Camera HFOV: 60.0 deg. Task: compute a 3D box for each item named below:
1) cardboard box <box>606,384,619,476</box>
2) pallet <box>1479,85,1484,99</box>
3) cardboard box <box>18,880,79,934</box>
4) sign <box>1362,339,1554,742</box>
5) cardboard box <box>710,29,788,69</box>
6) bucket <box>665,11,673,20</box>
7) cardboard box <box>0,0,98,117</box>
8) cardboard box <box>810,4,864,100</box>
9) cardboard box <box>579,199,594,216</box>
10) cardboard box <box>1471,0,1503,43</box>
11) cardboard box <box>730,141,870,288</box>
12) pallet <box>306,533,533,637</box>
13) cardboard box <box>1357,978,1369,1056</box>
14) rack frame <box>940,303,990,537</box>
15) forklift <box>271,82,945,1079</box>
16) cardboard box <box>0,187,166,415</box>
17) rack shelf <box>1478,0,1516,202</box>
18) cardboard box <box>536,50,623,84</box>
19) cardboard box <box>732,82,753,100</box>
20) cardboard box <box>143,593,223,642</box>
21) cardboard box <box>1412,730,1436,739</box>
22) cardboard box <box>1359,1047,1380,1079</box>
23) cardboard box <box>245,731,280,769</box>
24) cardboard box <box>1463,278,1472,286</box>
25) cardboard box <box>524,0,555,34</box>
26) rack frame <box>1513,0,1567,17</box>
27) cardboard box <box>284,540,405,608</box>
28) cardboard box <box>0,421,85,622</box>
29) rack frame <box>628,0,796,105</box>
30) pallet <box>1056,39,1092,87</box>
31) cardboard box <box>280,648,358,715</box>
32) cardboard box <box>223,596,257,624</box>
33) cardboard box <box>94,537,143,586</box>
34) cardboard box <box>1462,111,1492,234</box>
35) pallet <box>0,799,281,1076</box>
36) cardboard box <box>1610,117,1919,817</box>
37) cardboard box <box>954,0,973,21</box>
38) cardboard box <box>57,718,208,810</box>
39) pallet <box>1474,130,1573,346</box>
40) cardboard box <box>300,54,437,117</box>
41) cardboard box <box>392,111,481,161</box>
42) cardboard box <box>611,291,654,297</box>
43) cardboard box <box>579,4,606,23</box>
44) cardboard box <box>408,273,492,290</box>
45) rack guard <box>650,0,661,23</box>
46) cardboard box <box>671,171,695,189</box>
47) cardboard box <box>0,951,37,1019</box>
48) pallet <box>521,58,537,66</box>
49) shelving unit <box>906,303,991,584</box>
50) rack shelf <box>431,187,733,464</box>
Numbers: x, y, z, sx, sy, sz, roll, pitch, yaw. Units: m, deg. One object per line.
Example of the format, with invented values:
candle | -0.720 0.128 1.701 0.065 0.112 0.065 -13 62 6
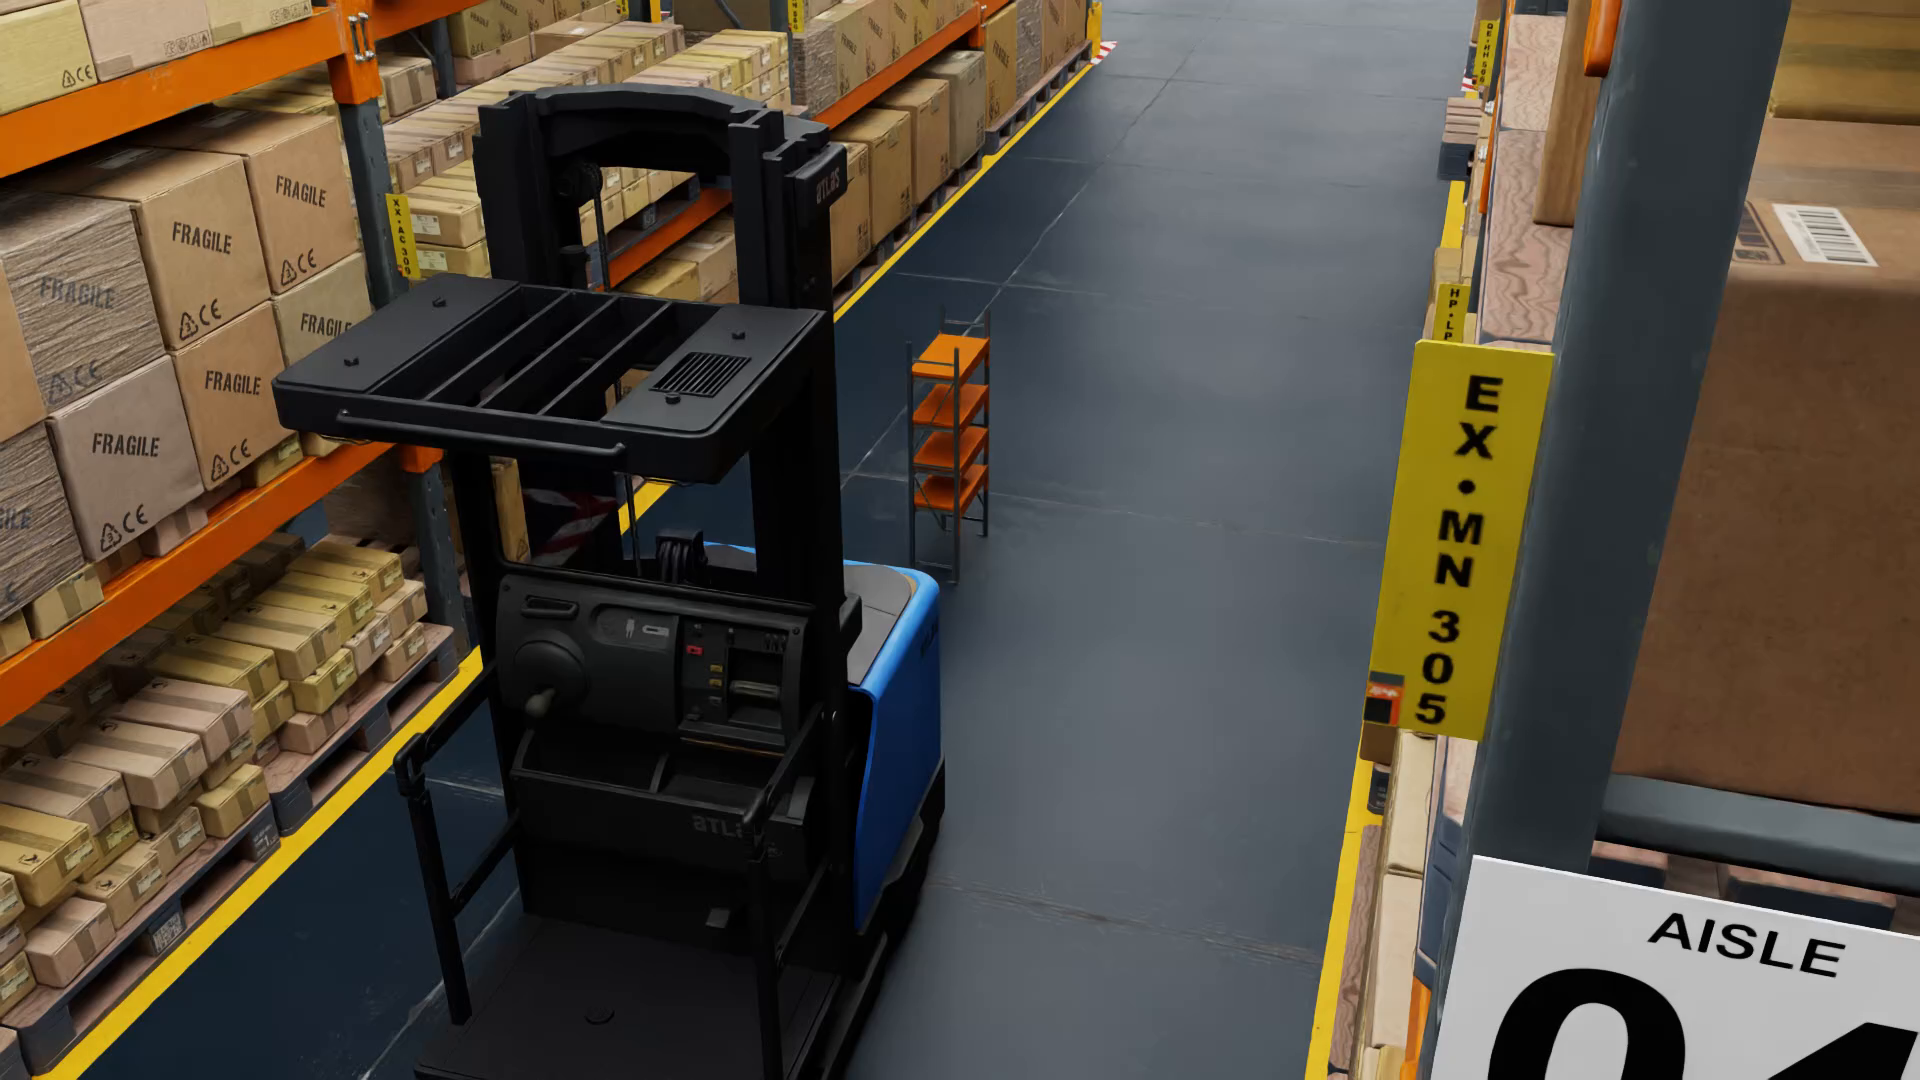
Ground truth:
cardboard box | -2.031 -0.501 8.204 0.500 0.500 0.500 10 31 17
pallet | 3.773 -2.804 10.402 1.003 0.211 1.213 8 30 15
cardboard box | -3.102 1.108 5.367 0.380 0.149 0.250 10 31 17
sign | 0.368 0.009 1.234 0.100 0.325 0.005 8 30 15
cardboard box | -1.186 -2.757 9.336 0.380 0.149 0.250 7 30 13
bucket | -2.471 -4.202 14.521 0.726 0.611 0.620 20 45 32
cardboard box | -2.847 -1.370 4.696 0.500 0.250 0.500 8 30 14
cardboard box | -0.944 -3.167 10.755 0.500 0.500 0.500 8 30 14
cardboard box | -1.874 -1.541 7.455 0.380 0.149 0.250 7 30 13
cardboard box | 4.038 -3.917 11.157 1.000 1.000 1.000 9 30 15
cardboard box | -1.216 -2.187 10.979 1.050 0.750 0.750 8 30 14
pallet | -2.428 -0.001 8.035 1.003 0.211 1.213 8 30 15
cardboard box | 1.046 1.057 3.522 0.380 0.149 0.250 9 30 15
rack frame | 0.023 -0.561 8.024 0.240 1.200 0.015 8 30 15
forklift | -0.935 0.397 4.521 1.130 2.935 3.031 7 30 13
cardboard box | -2.845 -0.735 5.048 0.500 0.500 0.500 9 30 16
rack shelf | 2.644 -2.029 6.467 1.077 0.370 4.000 8 30 15
cardboard box | -2.033 -2.502 8.876 0.380 0.149 0.250 7 30 13
cardboard box | -1.342 -2.379 8.962 0.380 0.149 0.250 9 30 16
cardboard box | -3.119 0.319 6.480 0.380 0.149 0.250 8 30 14
cardboard box | 1.372 0.161 3.952 0.500 0.500 0.500 8 30 13
cardboard box | 0.921 1.192 2.869 0.500 0.250 0.500 8 30 14
cardboard box | -2.810 0.781 6.261 0.380 0.149 0.250 8 30 14
cardboard box | 2.085 -0.632 6.198 0.500 0.500 0.500 9 30 16
cardboard box | -4.337 -5.272 16.266 0.500 0.500 0.500 10 31 17
rack frame | 2.057 -2.725 3.892 1.000 3.000 0.127 8 30 15
cardboard box | -2.511 0.147 6.789 0.380 0.149 0.250 9 30 16
cardboard box | -3.001 -0.058 4.860 0.500 0.500 0.500 8 30 14
rack frame | -1.481 -2.717 10.048 1.000 3.000 0.127 8 30 15
pallet | 0.707 -4.833 16.721 1.003 0.211 1.213 8 30 15
cardboard box | -2.573 0.521 6.423 0.380 0.149 0.250 7 30 13
cardboard box | -3.056 0.328 6.770 0.380 0.149 0.250 9 30 15
cardboard box | -2.898 0.026 5.375 0.380 0.149 0.250 8 30 14
cardboard box | 2.828 -1.819 8.331 0.500 0.500 0.500 9 30 16
pallet | -3.175 1.247 5.792 1.003 0.211 1.213 8 30 15
cardboard box | 0.984 -0.075 1.577 0.700 0.500 0.500 7 30 12
cardboard box | -0.204 -4.339 12.861 0.500 0.500 0.500 8 30 15
cardboard box | -2.823 0.763 5.681 0.380 0.149 0.250 7 30 13
pallet | 1.447 -0.431 2.946 1.003 0.211 1.213 8 30 15
cardboard box | -5.220 -4.026 14.673 0.950 0.372 0.625 9 30 16
cardboard box | -2.416 -1.887 7.770 0.380 0.149 0.250 8 30 13
cardboard box | -1.878 -1.067 8.450 0.500 0.250 0.500 10 31 17
cardboard box | -4.034 -5.422 17.308 0.500 0.250 0.500 9 30 15
cardboard box | -2.100 -1.049 6.877 0.380 0.149 0.250 7 30 12
rack guard | -3.917 -5.966 18.461 1.175 0.500 0.348 8 30 15
cardboard box | -1.568 -1.900 8.407 0.380 0.149 0.250 9 30 16
cardboard box | -3.141 1.380 5.184 0.380 0.149 0.250 9 30 15
pallet | -4.549 -4.903 16.846 1.003 0.211 1.213 8 30 15
shelving unit | -0.049 -0.447 7.820 0.258 1.200 0.503 8 30 15
rack shelf | -2.068 -1.473 8.552 1.077 0.370 4.000 8 30 15
